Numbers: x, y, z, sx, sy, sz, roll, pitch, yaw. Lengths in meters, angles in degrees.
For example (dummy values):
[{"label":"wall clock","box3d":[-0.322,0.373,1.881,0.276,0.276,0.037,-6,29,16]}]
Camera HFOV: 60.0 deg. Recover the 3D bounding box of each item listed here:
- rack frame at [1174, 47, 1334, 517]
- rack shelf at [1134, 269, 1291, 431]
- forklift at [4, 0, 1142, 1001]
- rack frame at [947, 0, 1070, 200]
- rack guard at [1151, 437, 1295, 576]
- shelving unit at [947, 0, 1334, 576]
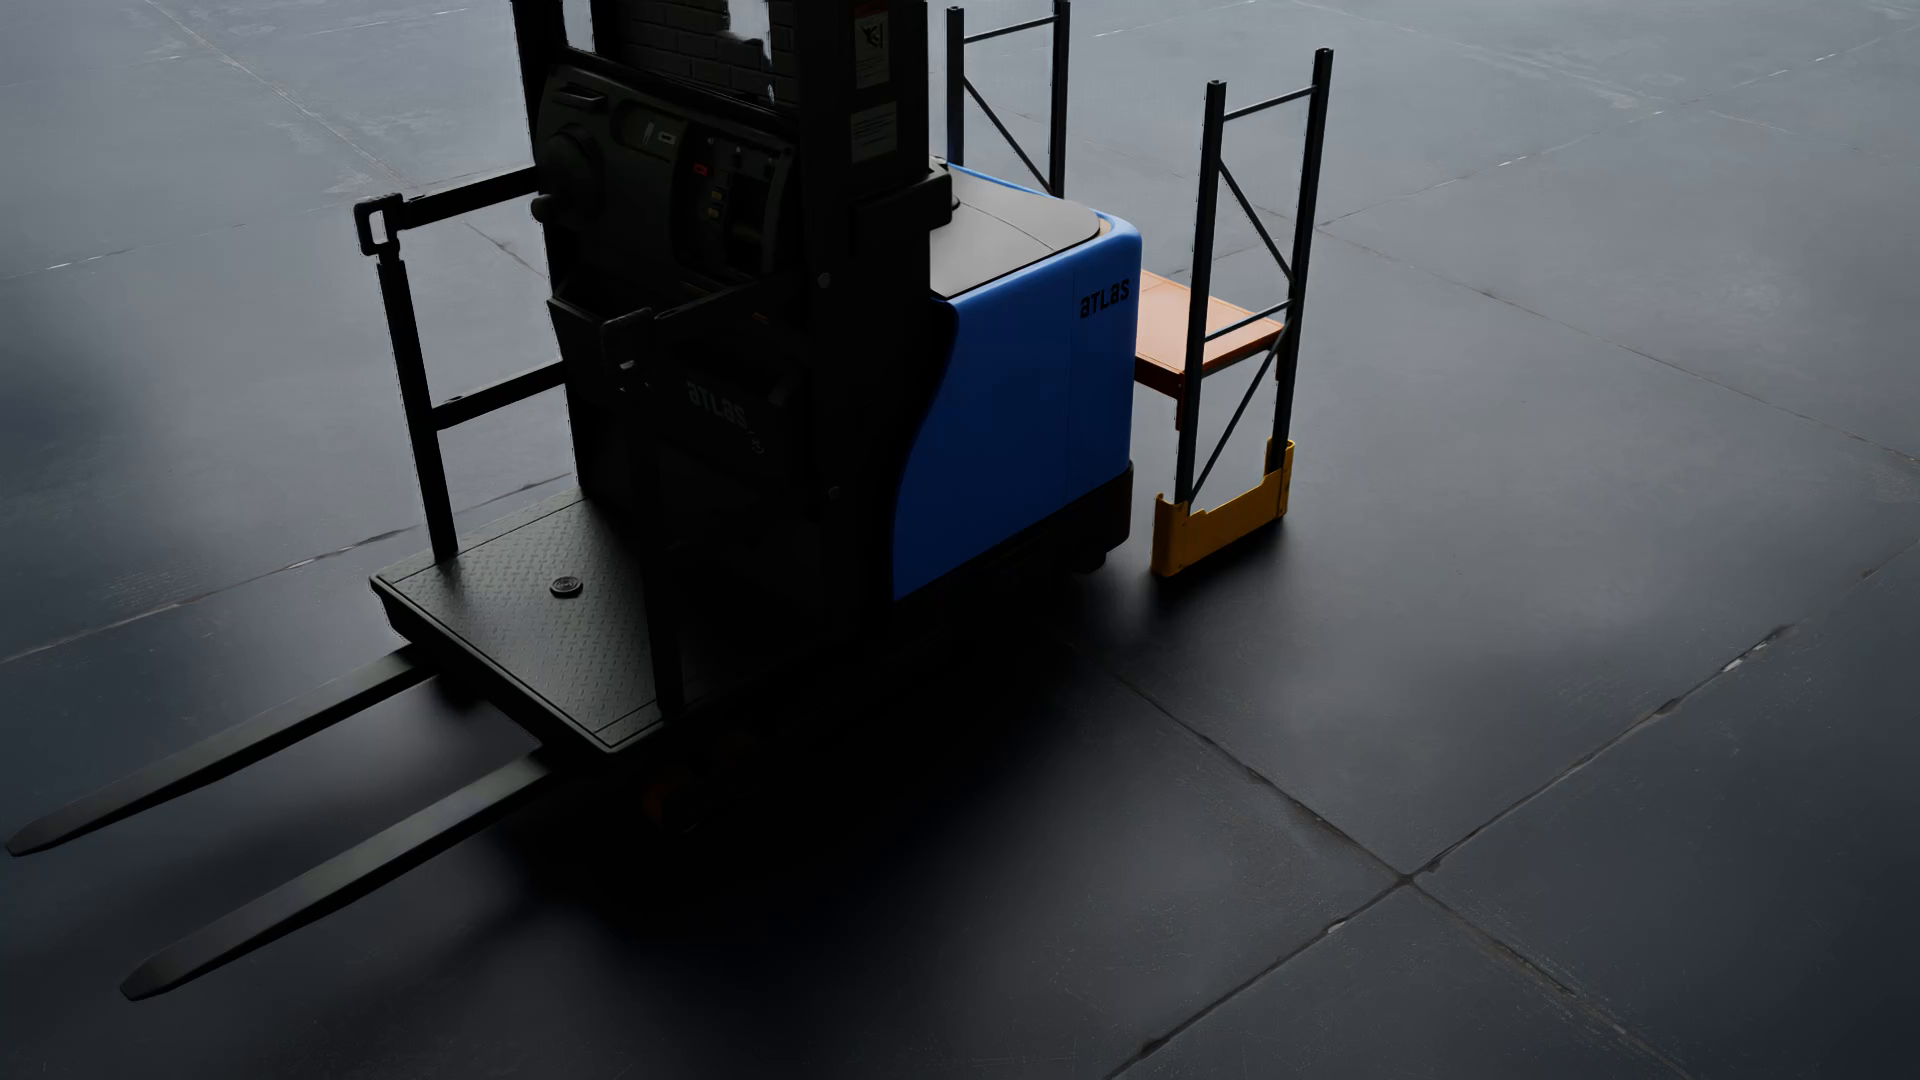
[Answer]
[{"label":"rack frame","box3d":[0.837,-0.635,4.852,0.500,1.500,0.032,-26,40,-35]},{"label":"rack shelf","box3d":[0.496,-0.681,5.266,0.538,0.185,1.000,-26,40,-35]},{"label":"forklift","box3d":[-0.857,-0.829,3.806,1.130,2.935,3.031,27,41,36]},{"label":"rack frame","box3d":[0.154,-1.033,5.491,0.500,1.500,0.032,-26,40,-35]},{"label":"rack guard","box3d":[0.824,-0.112,5.193,0.587,0.250,0.087,-26,40,-35]},{"label":"shelving unit","box3d":[0.490,-0.838,5.177,0.587,1.500,1.083,-26,40,-35]}]
